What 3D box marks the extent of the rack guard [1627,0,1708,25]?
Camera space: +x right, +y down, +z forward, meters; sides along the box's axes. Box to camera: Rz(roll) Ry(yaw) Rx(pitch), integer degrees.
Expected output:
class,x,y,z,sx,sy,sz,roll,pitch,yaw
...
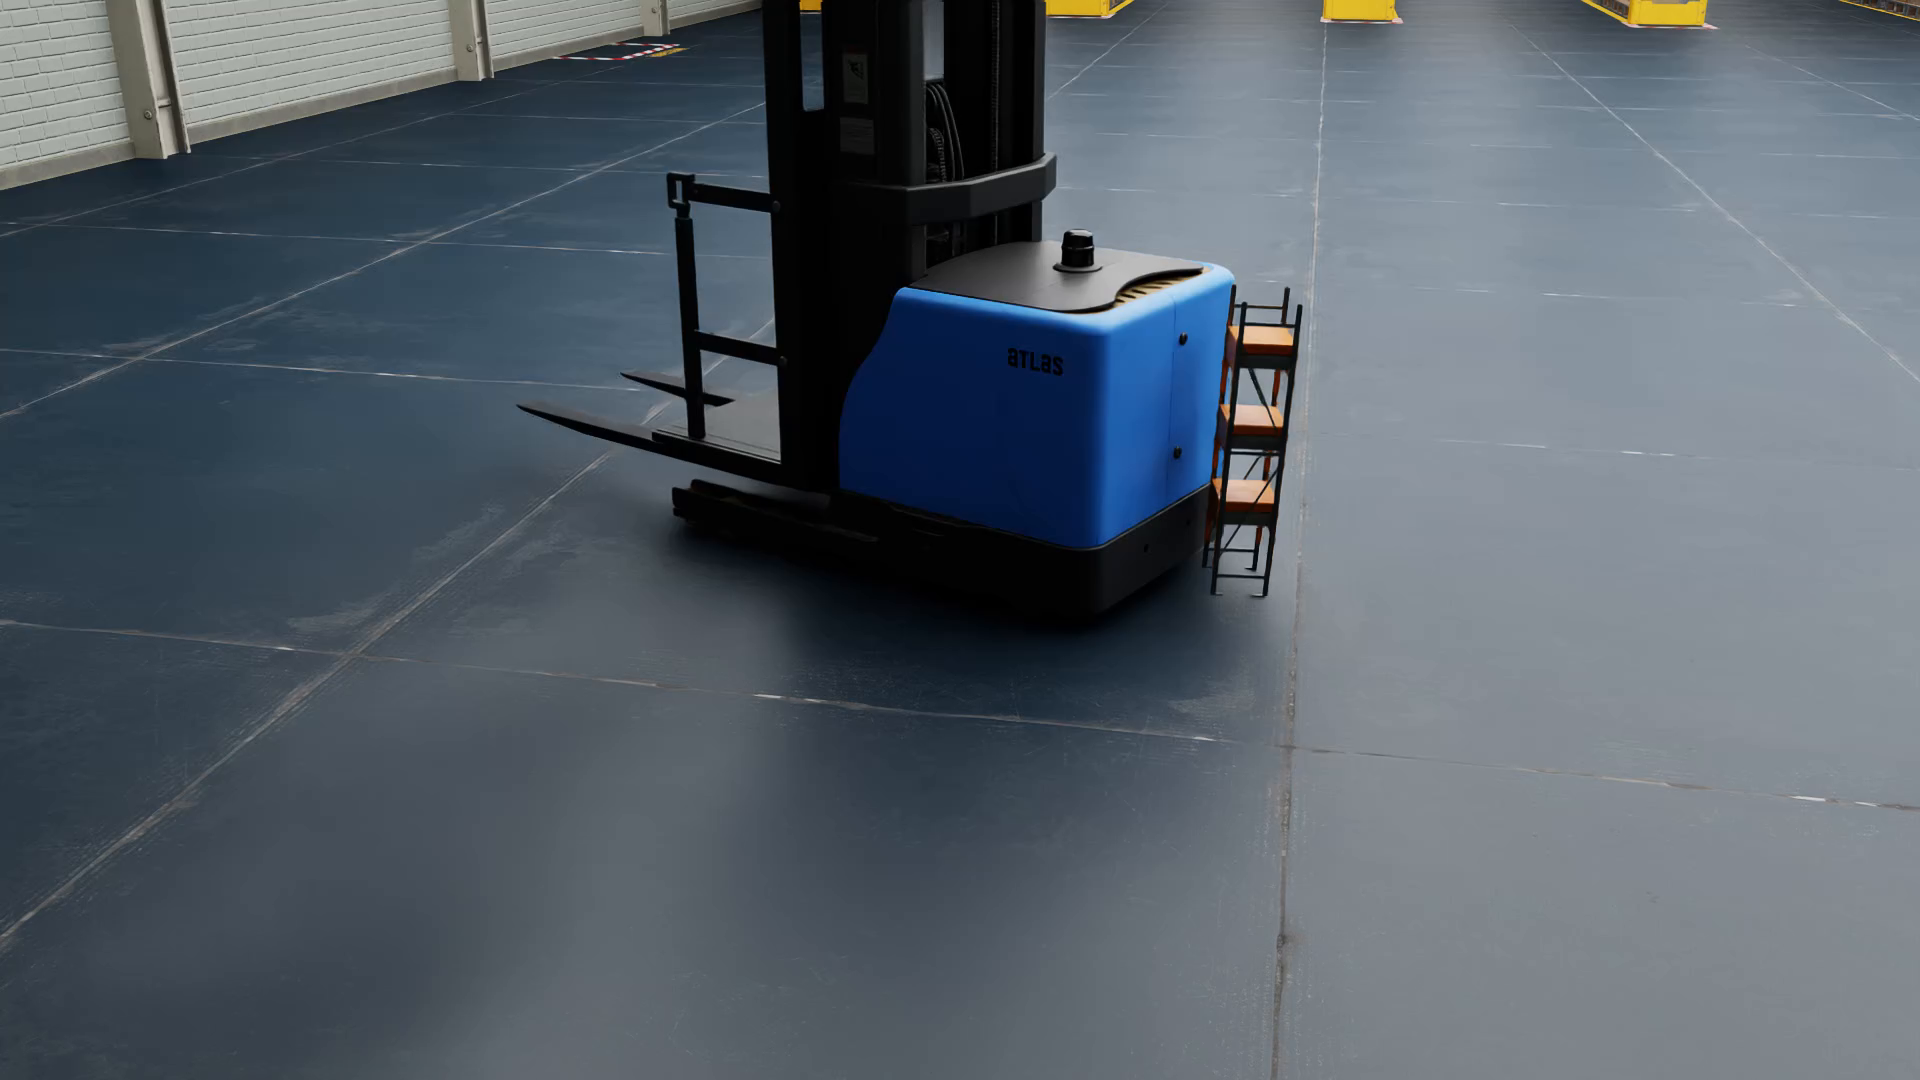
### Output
class,x,y,z,sx,sy,sz,roll,pitch,yaw
rack guard,11.768,-8.851,27.662,1.175,0.500,0.348,4,22,11

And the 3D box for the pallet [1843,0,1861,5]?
class,x,y,z,sx,sy,sz,roll,pitch,yaw
pallet,17.734,-10.473,32.075,1.003,0.211,1.213,4,22,11

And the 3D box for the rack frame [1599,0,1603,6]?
class,x,y,z,sx,sy,sz,roll,pitch,yaw
rack frame,12.569,-11.446,30.759,1.000,3.000,0.127,4,22,11

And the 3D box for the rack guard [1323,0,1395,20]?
class,x,y,z,sx,sy,sz,roll,pitch,yaw
rack guard,6.873,-9.233,28.609,1.175,0.500,0.348,4,22,11

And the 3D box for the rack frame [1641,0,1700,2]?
class,x,y,z,sx,sy,sz,roll,pitch,yaw
rack frame,11.752,-9.983,27.126,1.000,3.000,0.127,4,22,11

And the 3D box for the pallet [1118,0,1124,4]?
class,x,y,z,sx,sy,sz,roll,pitch,yaw
pallet,2.668,-10.621,32.444,1.003,0.211,1.213,4,22,11

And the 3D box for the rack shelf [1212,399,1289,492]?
class,x,y,z,sx,sy,sz,roll,pitch,yaw
rack shelf,1.005,-0.326,5.774,0.215,0.259,0.240,3,22,0

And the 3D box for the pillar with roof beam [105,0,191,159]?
class,x,y,z,sx,sy,sz,roll,pitch,yaw
pillar with roof beam,-2.958,-7.309,12.457,9.100,9.000,0.400,4,22,11

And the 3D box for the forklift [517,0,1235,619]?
class,x,y,z,sx,sy,sz,roll,pitch,yaw
forklift,-0.502,-1.511,6.182,3.031,2.935,1.130,15,26,33

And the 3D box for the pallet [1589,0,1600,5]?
class,x,y,z,sx,sy,sz,roll,pitch,yaw
pallet,12.726,-10.437,31.987,1.003,0.211,1.213,4,22,11

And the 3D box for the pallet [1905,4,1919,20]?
class,x,y,z,sx,sy,sz,roll,pitch,yaw
pallet,16.925,-9.018,28.462,1.003,0.211,1.213,4,22,11

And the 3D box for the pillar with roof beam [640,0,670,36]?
class,x,y,z,sx,sy,sz,roll,pitch,yaw
pillar with roof beam,-0.509,-11.698,23.354,9.100,9.000,0.400,4,22,11

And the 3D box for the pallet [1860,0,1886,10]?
class,x,y,z,sx,sy,sz,roll,pitch,yaw
pallet,17.487,-10.025,30.964,1.003,0.211,1.213,4,22,11

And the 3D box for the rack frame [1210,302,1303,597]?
class,x,y,z,sx,sy,sz,roll,pitch,yaw
rack frame,1.004,-0.290,5.657,0.200,1.050,0.008,3,22,0

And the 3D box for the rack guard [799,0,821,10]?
class,x,y,z,sx,sy,sz,roll,pitch,yaw
rack guard,-2.780,-9.984,30.475,1.175,0.500,0.348,4,22,11

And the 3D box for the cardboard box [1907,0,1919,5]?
class,x,y,z,sx,sy,sz,roll,pitch,yaw
cardboard box,17.026,-9.686,28.669,0.875,0.875,0.875,5,22,11

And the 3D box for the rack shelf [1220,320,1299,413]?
class,x,y,z,sx,sy,sz,roll,pitch,yaw
rack shelf,1.017,-0.589,5.668,0.215,0.259,0.240,3,22,0

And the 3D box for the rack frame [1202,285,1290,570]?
class,x,y,z,sx,sy,sz,roll,pitch,yaw
rack frame,1.006,-0.382,5.884,0.200,1.050,0.008,3,22,0

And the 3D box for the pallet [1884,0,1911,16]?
class,x,y,z,sx,sy,sz,roll,pitch,yaw
pallet,17.172,-9.465,29.573,1.003,0.211,1.213,4,22,11

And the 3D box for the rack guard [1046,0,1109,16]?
class,x,y,z,sx,sy,sz,roll,pitch,yaw
rack guard,2.050,-9.571,29.450,1.175,0.500,0.348,4,22,11

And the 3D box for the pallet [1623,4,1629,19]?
class,x,y,z,sx,sy,sz,roll,pitch,yaw
pallet,11.968,-9.012,28.447,1.003,0.211,1.213,4,22,11

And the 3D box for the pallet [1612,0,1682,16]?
class,x,y,z,sx,sy,sz,roll,pitch,yaw
pallet,12.219,-9.457,29.552,1.003,0.211,1.213,4,22,11

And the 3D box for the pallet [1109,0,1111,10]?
class,x,y,z,sx,sy,sz,roll,pitch,yaw
pallet,2.170,-9.729,30.228,1.003,0.211,1.213,4,22,11

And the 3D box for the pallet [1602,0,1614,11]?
class,x,y,z,sx,sy,sz,roll,pitch,yaw
pallet,12.466,-9.904,30.663,1.003,0.211,1.213,4,22,11

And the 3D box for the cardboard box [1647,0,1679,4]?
class,x,y,z,sx,sy,sz,roll,pitch,yaw
cardboard box,11.896,-9.246,28.079,0.500,0.500,0.500,9,24,21

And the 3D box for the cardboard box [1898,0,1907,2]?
class,x,y,z,sx,sy,sz,roll,pitch,yaw
cardboard box,17.207,-10.015,29.489,0.875,0.875,0.875,5,22,12

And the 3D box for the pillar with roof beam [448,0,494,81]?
class,x,y,z,sx,sy,sz,roll,pitch,yaw
pillar with roof beam,-1.733,-9.504,17.906,9.100,9.000,0.400,4,22,11

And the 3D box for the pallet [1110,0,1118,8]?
class,x,y,z,sx,sy,sz,roll,pitch,yaw
pallet,2.421,-10.174,31.333,1.003,0.211,1.213,4,22,11

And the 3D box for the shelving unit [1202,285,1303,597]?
class,x,y,z,sx,sy,sz,roll,pitch,yaw
shelving unit,1.005,-0.336,5.770,0.215,1.050,0.252,3,22,0

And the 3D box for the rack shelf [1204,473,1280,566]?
class,x,y,z,sx,sy,sz,roll,pitch,yaw
rack shelf,0.993,-0.069,5.878,0.215,0.259,0.240,3,22,0
